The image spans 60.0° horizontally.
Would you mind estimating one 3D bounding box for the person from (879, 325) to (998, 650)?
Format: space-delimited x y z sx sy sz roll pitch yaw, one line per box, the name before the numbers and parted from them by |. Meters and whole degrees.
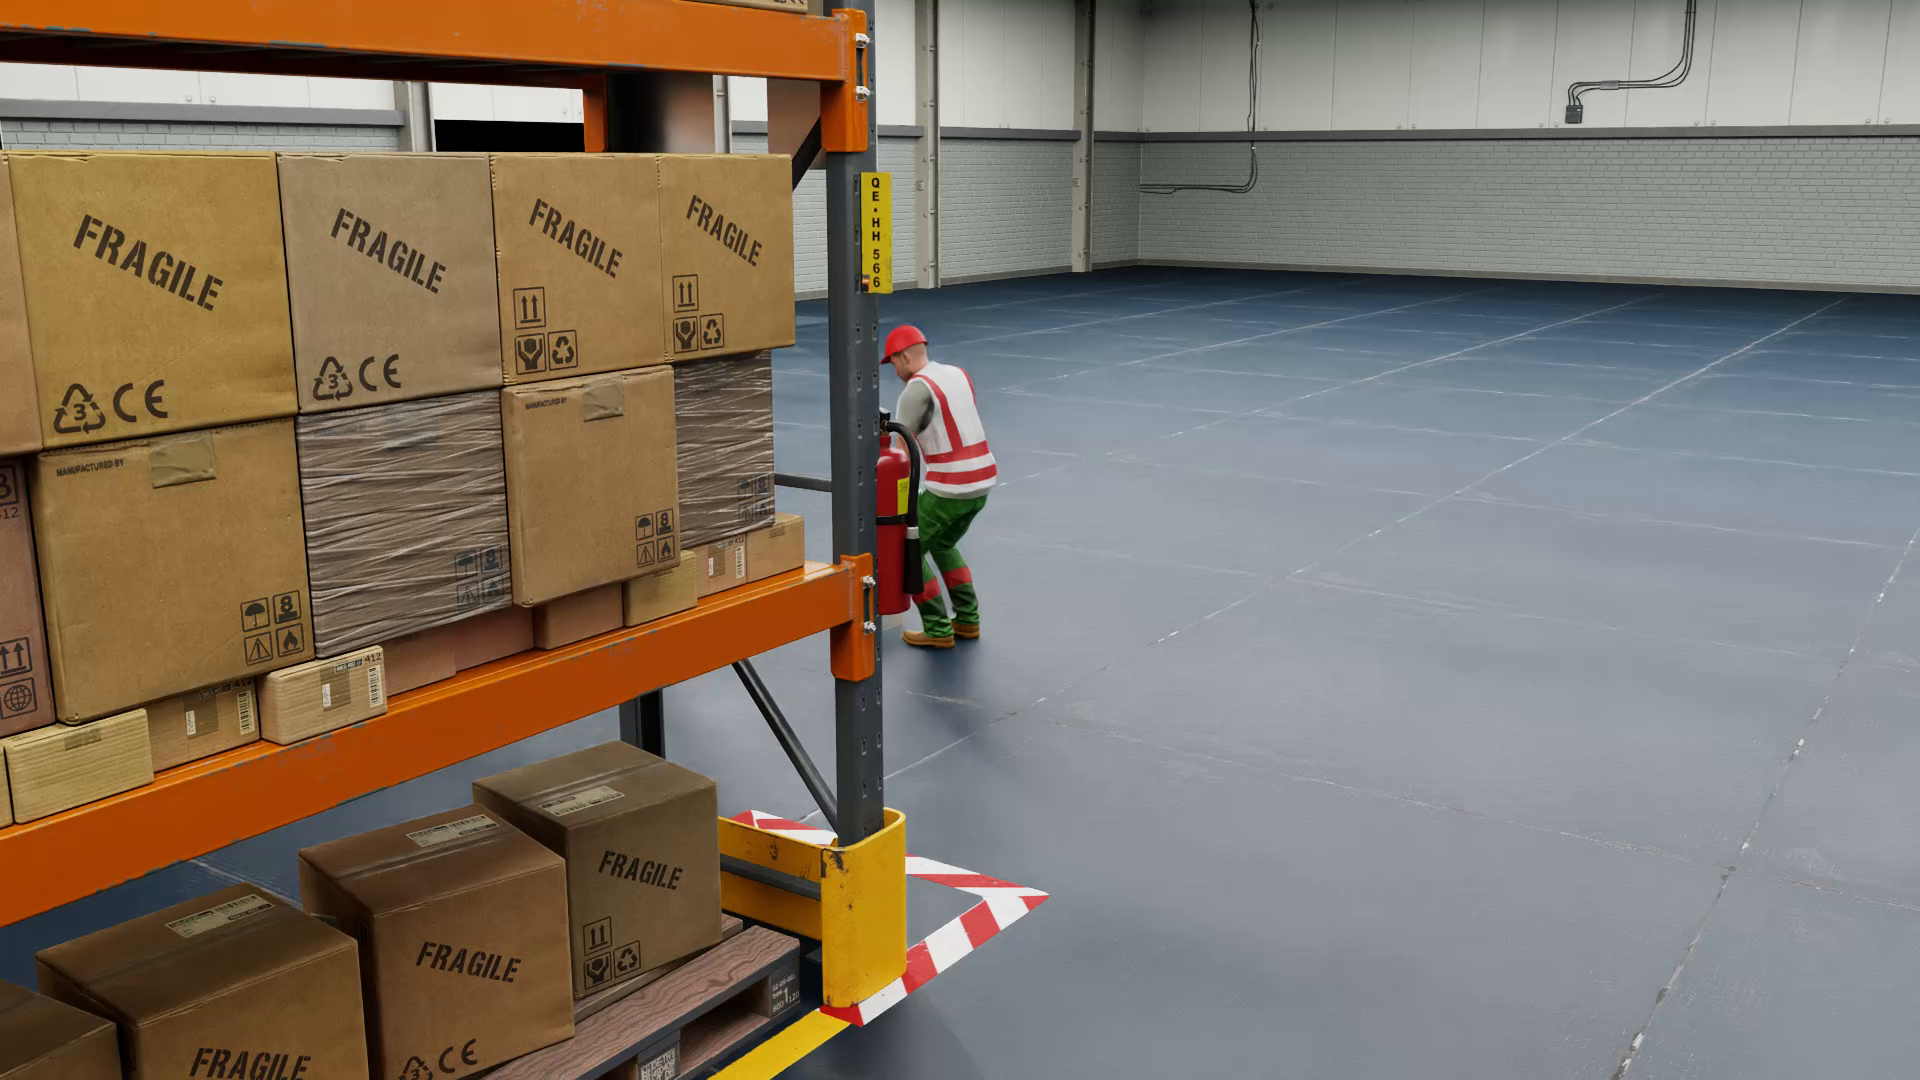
person | -0.140 -0.271 8.485 0.602 1.627 0.568 9 16 34
